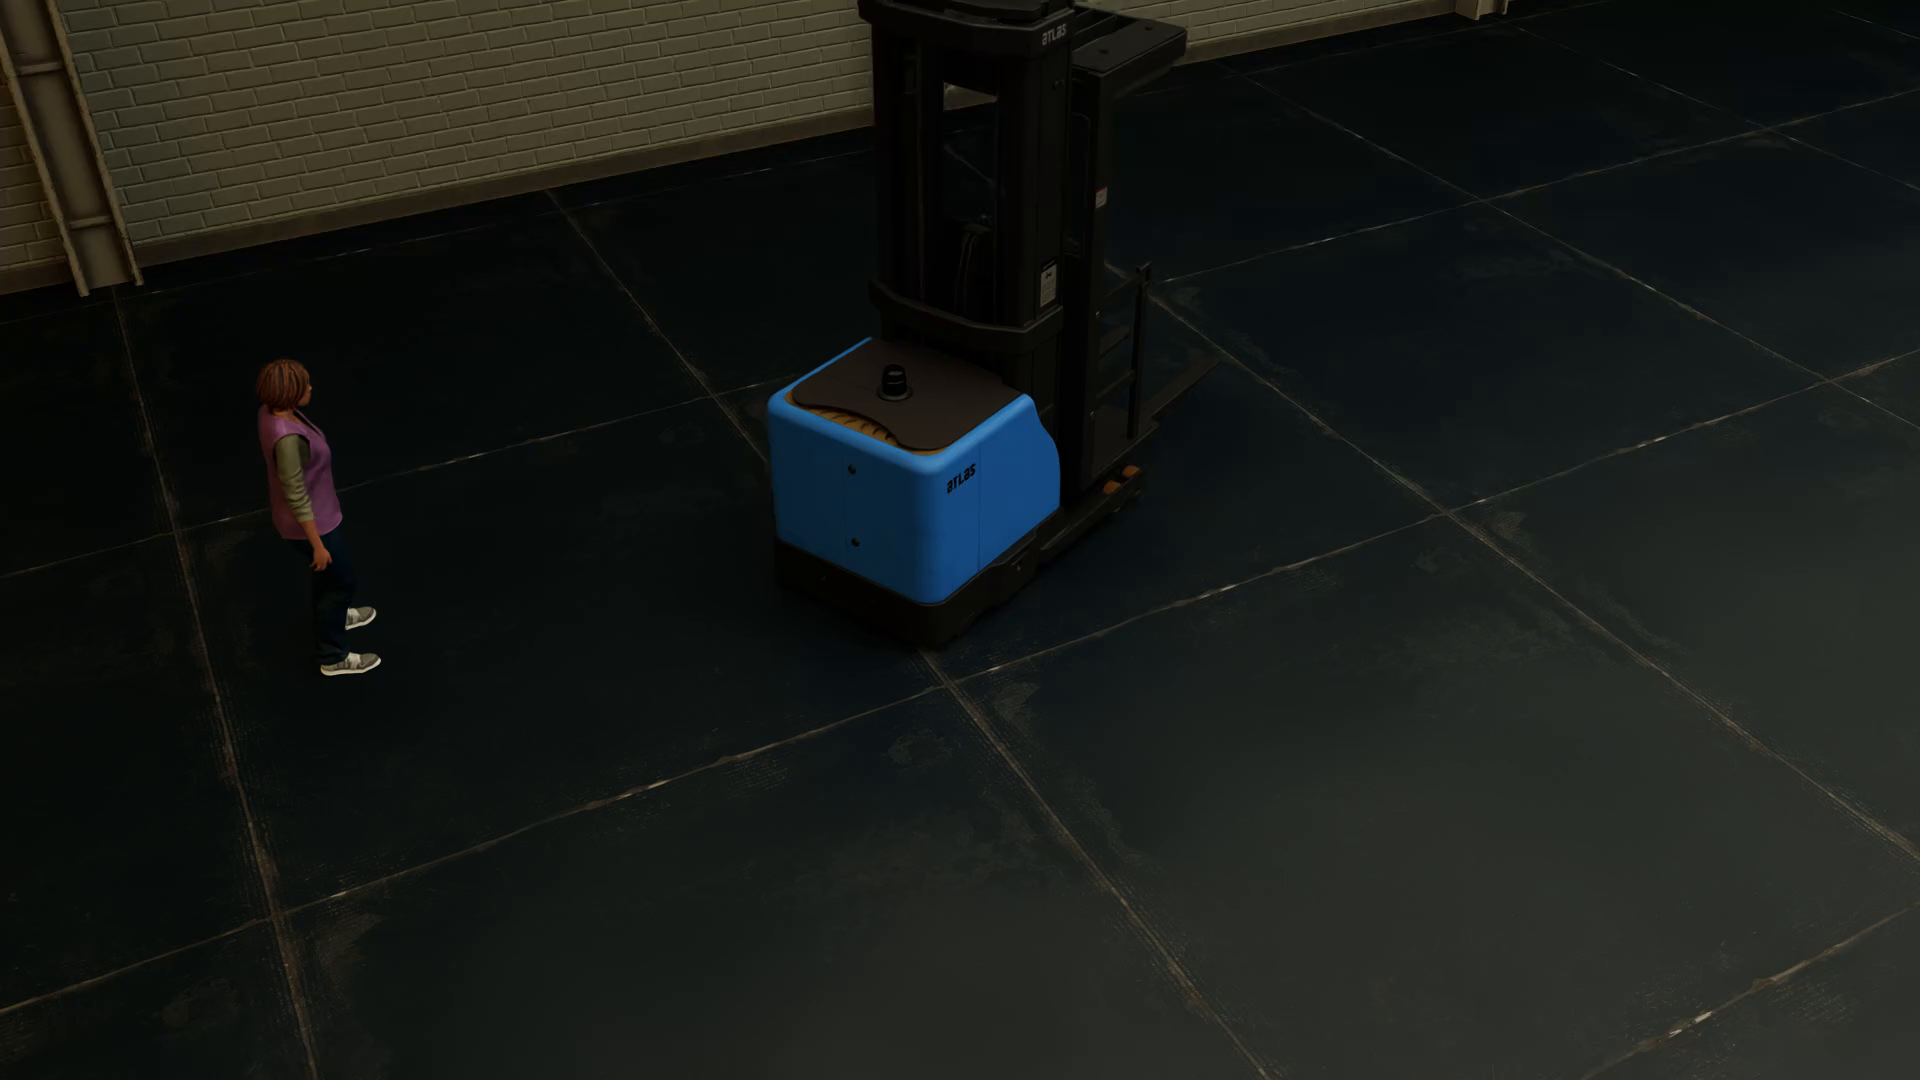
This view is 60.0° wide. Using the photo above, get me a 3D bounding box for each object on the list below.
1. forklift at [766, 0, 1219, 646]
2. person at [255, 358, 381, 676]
[{"bbox_3d":[0.359,-1.496,8.239,1.130,2.935,3.031,23,41,29],"label":"forklift"},{"bbox_3d":[-2.880,-0.101,7.435,0.362,1.583,0.580,-19,40,-25],"label":"person"}]
